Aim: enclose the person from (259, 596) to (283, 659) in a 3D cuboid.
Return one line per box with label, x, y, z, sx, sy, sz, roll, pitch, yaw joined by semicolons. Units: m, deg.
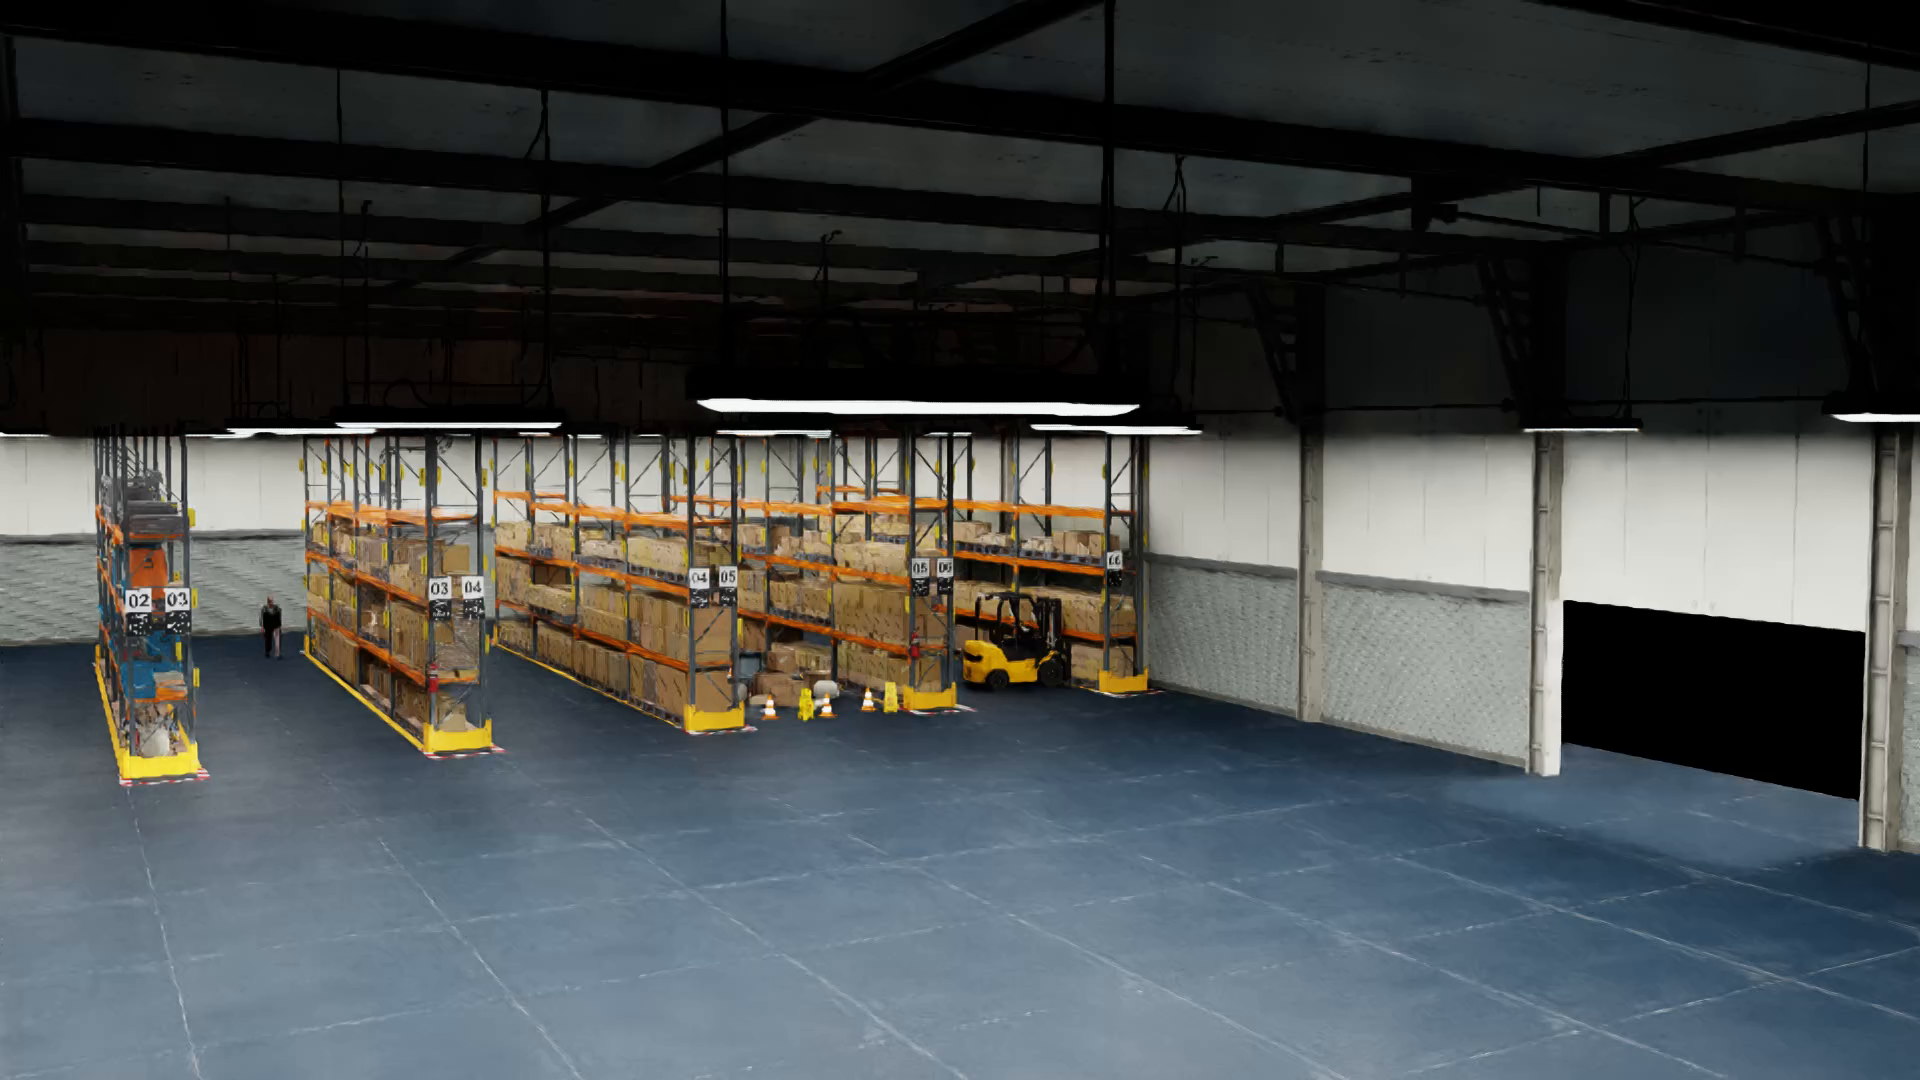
person;-17.962;2.265;43.344;0.543;1.648;1.115;-2;4;-26
